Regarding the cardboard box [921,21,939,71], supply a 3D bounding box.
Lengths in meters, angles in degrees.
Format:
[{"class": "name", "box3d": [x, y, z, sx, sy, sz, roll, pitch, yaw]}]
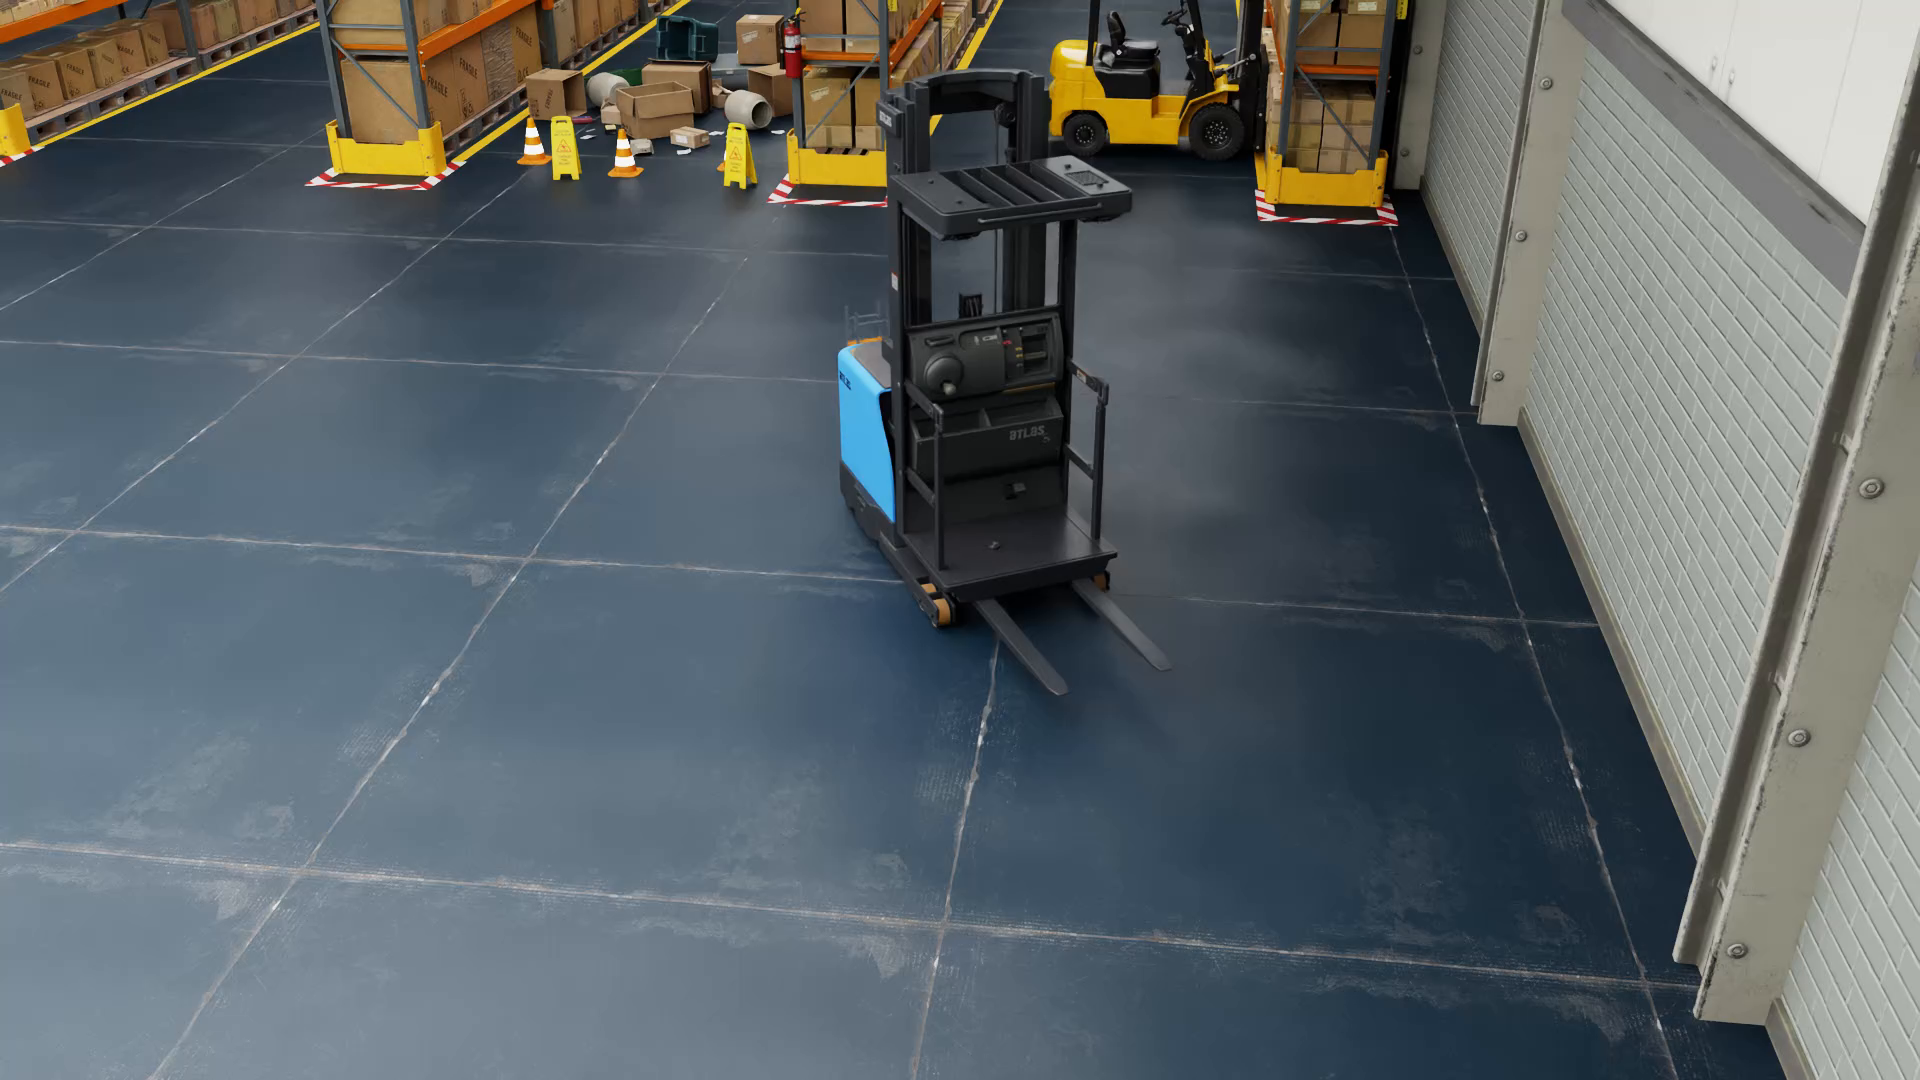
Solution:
[{"class": "cardboard box", "box3d": [-0.535, -5.979, 20.143, 0.500, 0.500, 0.500, 3, 28, 5]}]

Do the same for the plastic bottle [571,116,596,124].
[{"class": "plastic bottle", "box3d": [-4.462, -4.984, 19.730, 0.283, 0.061, 0.133, -6, 29, -11]}]

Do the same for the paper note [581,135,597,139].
[{"class": "paper note", "box3d": [-4.272, -4.637, 19.120, 0.144, 0.017, 0.142, 14, 31, 24]}]

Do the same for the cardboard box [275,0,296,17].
[{"class": "cardboard box", "box3d": [-10.191, -7.942, 24.293, 0.700, 0.500, 0.500, 1, 28, 2]}]

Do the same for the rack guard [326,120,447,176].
[{"class": "rack guard", "box3d": [-6.147, -4.214, 17.836, 1.175, 0.500, 0.348, 3, 28, 6]}]

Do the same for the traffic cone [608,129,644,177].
[{"class": "traffic cone", "box3d": [-3.590, -4.150, 17.758, 0.336, 0.463, 0.334, 3, 28, 6]}]

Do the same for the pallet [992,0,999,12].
[{"class": "pallet", "box3d": [0.085, -8.563, 26.214, 1.003, 0.211, 1.213, 3, 28, 6]}]

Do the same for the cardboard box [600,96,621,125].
[{"class": "cardboard box", "box3d": [-4.036, -5.089, 19.707, 0.396, 0.266, 0.258, 8, 29, 15]}]

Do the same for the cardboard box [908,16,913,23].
[{"class": "cardboard box", "box3d": [-0.732, -5.853, 18.509, 0.380, 0.149, 0.250, 3, 28, 5]}]

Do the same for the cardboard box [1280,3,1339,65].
[{"class": "cardboard box", "box3d": [3.508, -5.090, 16.721, 0.500, 0.500, 0.500, 3, 28, 5]}]

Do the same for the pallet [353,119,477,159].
[{"class": "pallet", "box3d": [-6.123, -4.479, 18.633, 1.003, 0.211, 1.213, 3, 28, 6]}]

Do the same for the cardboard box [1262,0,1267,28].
[{"class": "cardboard box", "box3d": [4.444, -6.786, 22.037, 0.875, 0.625, 0.625, 2, 28, 4]}]

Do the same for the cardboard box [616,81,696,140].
[{"class": "cardboard box", "box3d": [-3.516, -4.960, 19.219, 0.797, 0.503, 0.637, -17, 33, -29]}]

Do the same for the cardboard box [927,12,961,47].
[{"class": "cardboard box", "box3d": [-0.499, -6.909, 22.532, 0.950, 0.372, 0.625, 4, 29, 8]}]

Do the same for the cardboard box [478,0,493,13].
[{"class": "cardboard box", "box3d": [-5.880, -6.337, 18.984, 0.875, 0.550, 0.500, 3, 28, 6]}]

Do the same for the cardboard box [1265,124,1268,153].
[{"class": "cardboard box", "box3d": [3.522, -4.246, 17.717, 0.500, 0.250, 0.500, 3, 28, 6]}]

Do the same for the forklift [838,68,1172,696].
[{"class": "forklift", "box3d": [0.239, -1.015, 9.336, 1.130, 2.935, 3.031, -11, 30, -20]}]

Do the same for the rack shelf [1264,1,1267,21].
[{"class": "rack shelf", "box3d": [4.443, -7.306, 21.700, 1.077, 0.370, 4.000, 3, 28, 6]}]

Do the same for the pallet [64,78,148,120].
[{"class": "pallet", "box3d": [-10.758, -5.422, 20.385, 1.003, 0.211, 1.213, 3, 28, 6]}]

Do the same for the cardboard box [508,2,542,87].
[{"class": "cardboard box", "box3d": [-5.800, -6.166, 20.622, 0.875, 0.875, 0.875, 4, 29, 7]}]

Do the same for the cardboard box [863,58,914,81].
[{"class": "cardboard box", "box3d": [-0.783, -5.011, 18.347, 0.500, 0.500, 0.500, 2, 28, 4]}]

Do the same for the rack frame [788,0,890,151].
[{"class": "rack frame", "box3d": [-1.219, -5.085, 16.819, 1.000, 3.000, 0.127, 3, 28, 6]}]

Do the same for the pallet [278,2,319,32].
[{"class": "pallet", "box3d": [-10.171, -7.832, 24.856, 1.003, 0.211, 1.213, 3, 28, 6]}]

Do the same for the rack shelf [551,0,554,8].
[{"class": "rack shelf", "box3d": [-5.409, -7.833, 22.677, 1.077, 0.370, 4.000, 3, 28, 6]}]

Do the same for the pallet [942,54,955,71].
[{"class": "pallet", "box3d": [-0.635, -6.107, 21.656, 1.003, 0.211, 1.213, 3, 28, 6]}]

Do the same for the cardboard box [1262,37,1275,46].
[{"class": "cardboard box", "box3d": [3.755, -5.646, 19.262, 0.500, 0.250, 0.500, 3, 28, 6]}]

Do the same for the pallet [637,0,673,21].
[{"class": "pallet", "box3d": [-5.066, -8.231, 25.598, 1.003, 0.211, 1.213, 3, 28, 6]}]

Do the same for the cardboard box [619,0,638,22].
[{"class": "cardboard box", "box3d": [-5.328, -8.004, 24.166, 1.050, 0.750, 0.750, 3, 28, 6]}]

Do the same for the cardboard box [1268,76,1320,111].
[{"class": "cardboard box", "box3d": [3.512, -4.689, 17.485, 0.500, 0.250, 0.500, 4, 29, 7]}]

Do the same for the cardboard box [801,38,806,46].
[{"class": "cardboard box", "box3d": [-1.464, -5.289, 17.462, 0.380, 0.149, 0.250, 3, 28, 6]}]

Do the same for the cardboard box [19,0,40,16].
[{"class": "cardboard box", "box3d": [-10.677, -6.023, 18.825, 0.380, 0.149, 0.250, 3, 28, 6]}]

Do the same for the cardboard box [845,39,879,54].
[{"class": "cardboard box", "box3d": [-0.972, -5.123, 17.153, 0.380, 0.149, 0.250, 3, 29, 6]}]

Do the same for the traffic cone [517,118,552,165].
[{"class": "traffic cone", "box3d": [-4.669, -4.376, 18.177, 0.336, 0.463, 0.334, 3, 28, 6]}]

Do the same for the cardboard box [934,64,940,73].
[{"class": "cardboard box", "box3d": [-0.534, -5.649, 20.321, 0.500, 0.250, 0.500, 5, 29, 9]}]

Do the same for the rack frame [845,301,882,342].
[{"class": "rack frame", "box3d": [-0.612, -0.995, 11.132, 0.240, 1.200, 0.006, -11, 23, -19]}]

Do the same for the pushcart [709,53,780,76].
[{"class": "pushcart", "box3d": [-2.998, -5.923, 21.138, 1.648, 0.377, 0.936, -6, 29, -11]}]

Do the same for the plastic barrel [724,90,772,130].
[{"class": "plastic barrel", "box3d": [-2.468, -5.011, 19.398, 0.421, 0.421, 0.512, -24, 36, -37]}]

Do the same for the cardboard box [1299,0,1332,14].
[{"class": "cardboard box", "box3d": [3.472, -5.308, 16.442, 0.380, 0.149, 0.250, 4, 29, 7]}]

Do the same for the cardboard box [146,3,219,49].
[{"class": "cardboard box", "box3d": [-10.467, -6.925, 22.405, 0.700, 0.500, 0.500, 1, 28, 2]}]

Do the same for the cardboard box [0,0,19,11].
[{"class": "cardboard box", "box3d": [-10.959, -6.094, 18.271, 0.875, 0.500, 0.500, 3, 28, 6]}]

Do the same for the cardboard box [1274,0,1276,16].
[{"class": "cardboard box", "box3d": [3.776, -6.047, 18.499, 0.500, 0.500, 0.500, 3, 28, 6]}]

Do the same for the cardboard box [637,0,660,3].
[{"class": "cardboard box", "box3d": [-4.824, -8.494, 25.338, 0.500, 0.500, 0.500, 2, 28, 4]}]

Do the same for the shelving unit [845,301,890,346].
[{"class": "shelving unit", "box3d": [-0.577, -0.965, 11.053, 0.258, 1.200, 0.189, -11, 23, -19]}]

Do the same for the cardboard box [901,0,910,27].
[{"class": "cardboard box", "box3d": [-0.825, -5.711, 17.561, 0.500, 0.500, 0.500, 4, 29, 8]}]

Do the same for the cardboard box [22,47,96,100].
[{"class": "cardboard box", "box3d": [-10.826, -5.616, 19.996, 0.500, 0.500, 0.500, 6, 29, 11]}]

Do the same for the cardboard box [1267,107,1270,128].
[{"class": "cardboard box", "box3d": [3.530, -4.476, 17.617, 0.500, 0.250, 0.500, 3, 28, 6]}]

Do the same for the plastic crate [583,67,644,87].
[{"class": "plastic crate", "box3d": [-4.375, -5.838, 21.119, 0.450, 0.188, 0.662, 9, 28, 37]}]
